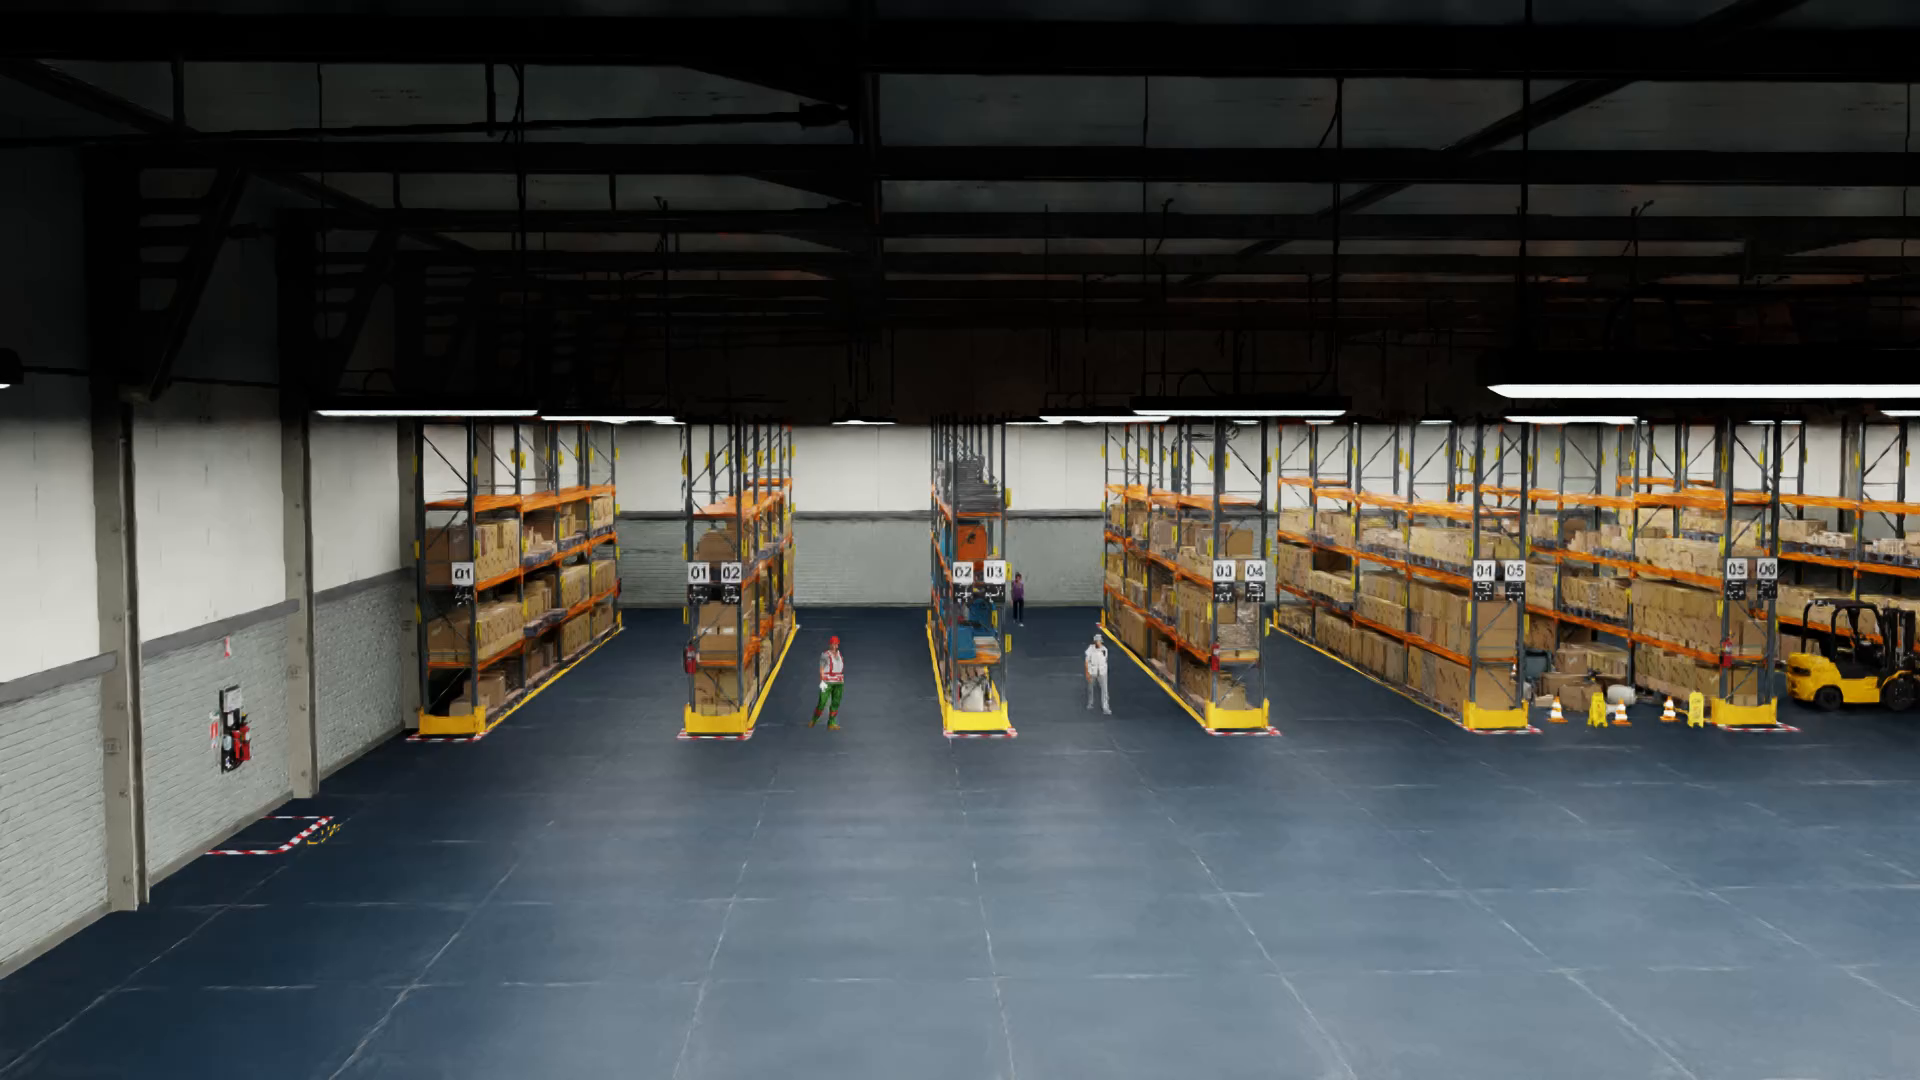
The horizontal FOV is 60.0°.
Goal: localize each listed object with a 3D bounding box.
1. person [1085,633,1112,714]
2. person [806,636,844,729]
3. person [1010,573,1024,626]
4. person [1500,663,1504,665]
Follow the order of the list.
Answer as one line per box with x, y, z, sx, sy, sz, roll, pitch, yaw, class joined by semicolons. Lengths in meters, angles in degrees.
2.741;2.650;33.305;0.497;1.580;1.091;0;4;-5;person
-2.527;2.695;31.422;0.739;1.780;0.531;-3;5;-41;person
1.654;1.687;47.971;0.417;1.517;1.037;0;4;0;person
12.306;2.215;38.365;0.580;1.763;0.673;2;4;27;person
